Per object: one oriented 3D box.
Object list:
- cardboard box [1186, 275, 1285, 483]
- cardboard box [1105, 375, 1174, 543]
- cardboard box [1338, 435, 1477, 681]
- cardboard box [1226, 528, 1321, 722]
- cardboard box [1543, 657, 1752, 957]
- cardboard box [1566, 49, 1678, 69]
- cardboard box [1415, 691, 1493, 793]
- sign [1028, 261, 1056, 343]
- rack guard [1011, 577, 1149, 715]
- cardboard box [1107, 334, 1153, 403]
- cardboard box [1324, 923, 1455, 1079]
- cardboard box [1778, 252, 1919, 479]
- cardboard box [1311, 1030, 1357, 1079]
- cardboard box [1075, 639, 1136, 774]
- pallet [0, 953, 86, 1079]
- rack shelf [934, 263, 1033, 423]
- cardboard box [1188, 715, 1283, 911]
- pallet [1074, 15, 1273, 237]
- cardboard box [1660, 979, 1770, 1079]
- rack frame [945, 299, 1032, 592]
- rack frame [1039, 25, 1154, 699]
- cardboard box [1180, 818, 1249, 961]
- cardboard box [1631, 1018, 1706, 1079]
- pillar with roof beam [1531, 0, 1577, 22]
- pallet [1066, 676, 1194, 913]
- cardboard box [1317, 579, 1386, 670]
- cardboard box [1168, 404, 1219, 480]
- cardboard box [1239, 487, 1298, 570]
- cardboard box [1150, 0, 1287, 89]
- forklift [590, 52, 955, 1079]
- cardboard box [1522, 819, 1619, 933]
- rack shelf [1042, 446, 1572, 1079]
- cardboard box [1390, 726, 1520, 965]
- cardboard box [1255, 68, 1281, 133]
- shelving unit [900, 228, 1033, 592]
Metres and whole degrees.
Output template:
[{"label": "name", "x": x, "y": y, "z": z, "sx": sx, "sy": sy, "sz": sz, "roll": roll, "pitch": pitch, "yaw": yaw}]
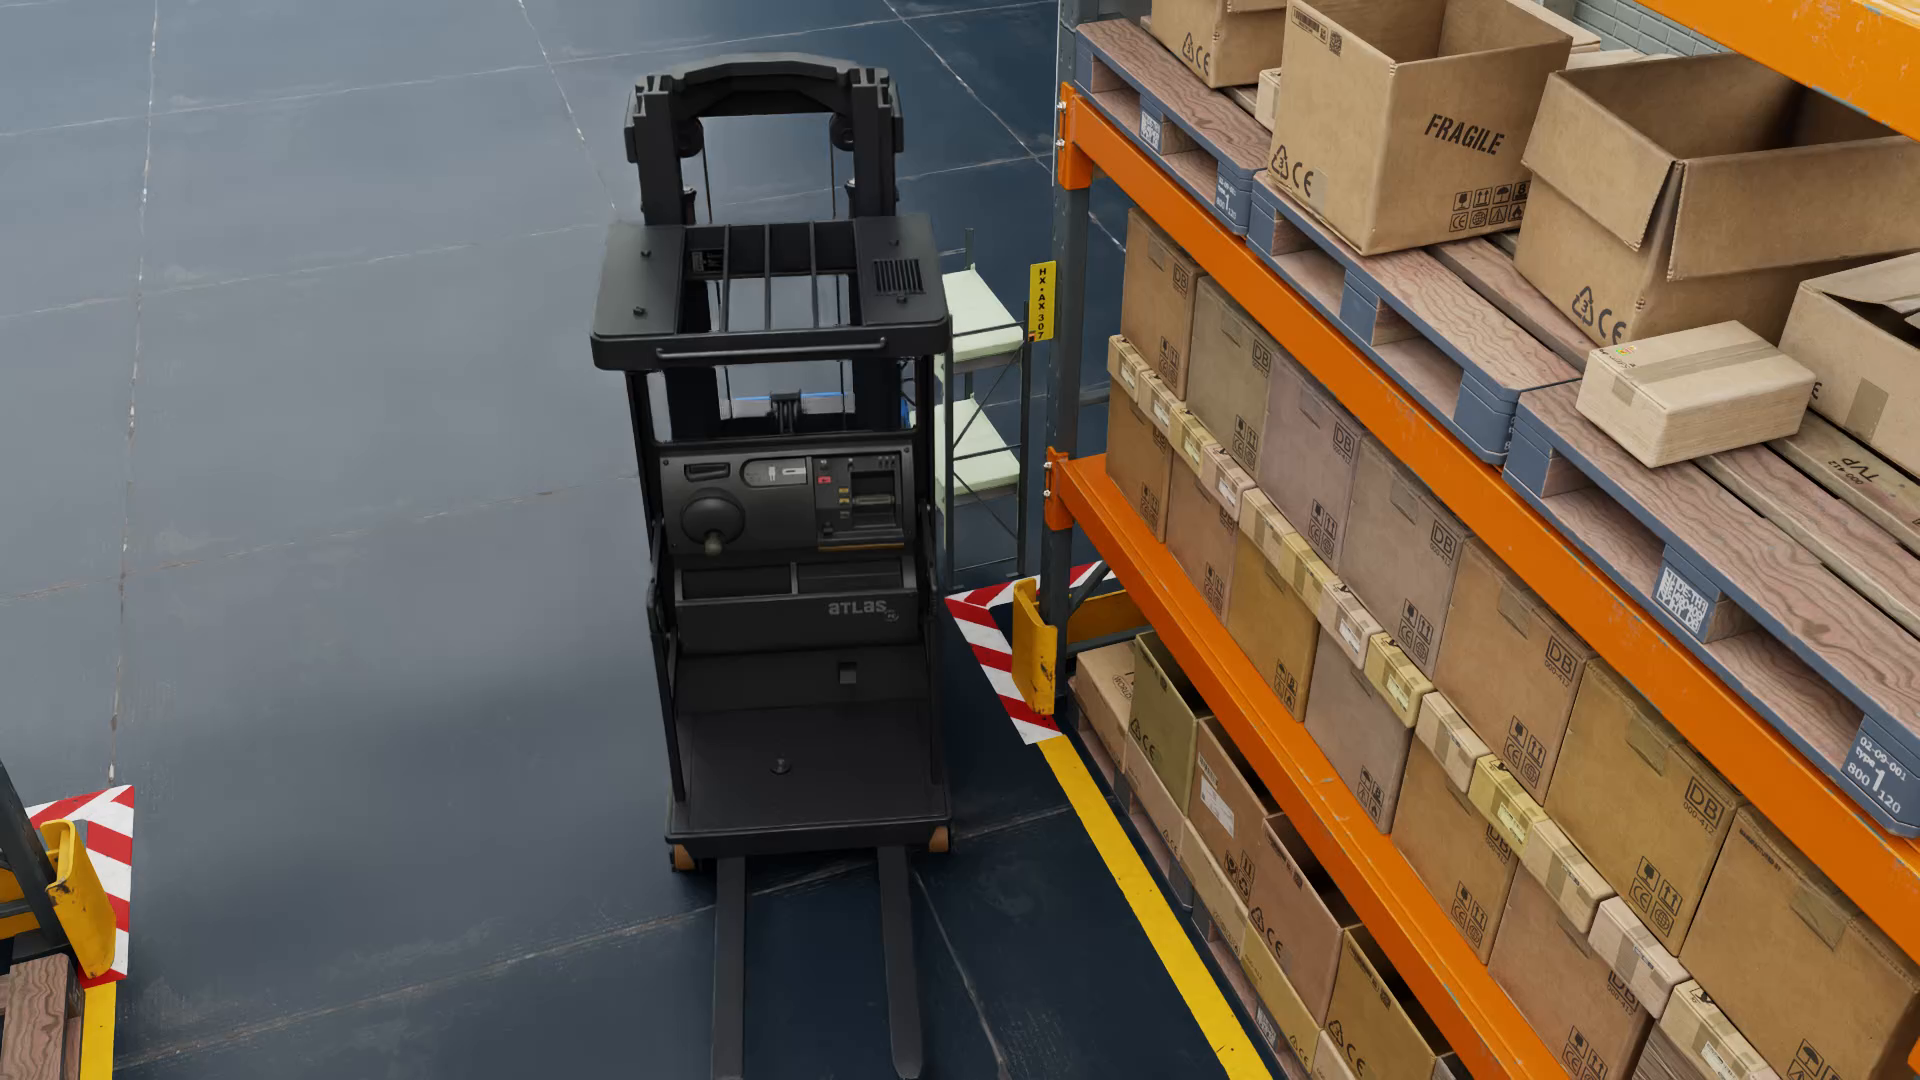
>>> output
[{"label": "cardboard box", "x": 1.182, "y": -0.588, "z": 5.437, "sx": 0.700, "sy": 0.500, "sz": 0.500, "roll": -13, "pitch": 39, "yaw": -17}, {"label": "cardboard box", "x": 0.978, "y": -0.396, "z": 6.260, "sx": 0.700, "sy": 0.500, "sz": 0.500, "roll": -12, "pitch": 39, "yaw": -16}, {"label": "cardboard box", "x": 1.529, "y": -0.021, "z": 4.684, "sx": 0.700, "sy": 0.500, "sz": 0.500, "roll": -12, "pitch": 39, "yaw": -16}, {"label": "cardboard box", "x": 1.329, "y": 0.181, "z": 5.493, "sx": 0.700, "sy": 0.500, "sz": 0.500, "roll": -12, "pitch": 39, "yaw": -16}, {"label": "cardboard box", "x": 1.872, "y": 0.545, "z": 3.933, "sx": 0.700, "sy": 0.500, "sz": 0.500, "roll": -13, "pitch": 39, "yaw": -16}, {"label": "cardboard box", "x": 1.665, "y": -1.099, "z": 4.391, "sx": 0.500, "sy": 0.311, "sz": 0.500, "roll": -8, "pitch": 38, "yaw": -11}, {"label": "cardboard box", "x": 1.476, "y": 0.511, "z": 4.516, "sx": 0.380, "sy": 0.149, "sz": 0.250, "roll": -11, "pitch": 38, "yaw": -15}, {"label": "sign", "x": 0.306, "y": -0.888, "z": 6.211, "sx": 0.100, "sy": 0.325, "sz": 0.005, "roll": -12, "pitch": 39, "yaw": -16}, {"label": "rack guard", "x": 0.821, "y": 0.362, "z": 7.414, "sx": 1.175, "sy": 0.500, "sz": 0.348, "roll": -12, "pitch": 39, "yaw": -16}, {"label": "cardboard box", "x": 0.762, "y": -0.655, "z": 6.065, "sx": 0.380, "sy": 0.149, "sz": 0.250, "roll": -13, "pitch": 39, "yaw": -16}, {"label": "cardboard box", "x": 1.505, "y": 1.485, "z": 5.159, "sx": 0.500, "sy": 0.500, "sz": 0.500, "roll": -12, "pitch": 39, "yaw": -16}, {"label": "cardboard box", "x": 2.095, "y": -0.393, "z": 3.455, "sx": 0.500, "sy": 0.311, "sz": 0.500, "roll": -15, "pitch": 39, "yaw": -18}, {"label": "cardboard box", "x": 1.493, "y": 1.787, "z": 5.381, "sx": 0.500, "sy": 0.250, "sz": 0.500, "roll": -12, "pitch": 39, "yaw": -16}, {"label": "cardboard box", "x": 0.805, "y": 0.657, "z": 6.881, "sx": 0.500, "sy": 0.250, "sz": 0.500, "roll": -12, "pitch": 39, "yaw": -16}, {"label": "pallet", "x": -3.478, "y": 2.008, "z": 5.469, "sx": 1.003, "sy": 0.211, "sz": 1.213, "roll": -12, "pitch": 39, "yaw": -16}, {"label": "rack shelf", "x": -0.002, "y": -0.915, "z": 7.629, "sx": 0.431, "sy": 0.370, "sz": 0.720, "roll": -12, "pitch": 39, "yaw": -16}, {"label": "cardboard box", "x": 1.163, "y": 0.919, "z": 5.910, "sx": 0.500, "sy": 0.500, "sz": 0.500, "roll": -12, "pitch": 39, "yaw": -16}, {"label": "pallet", "x": 1.049, "y": -1.380, "z": 5.230, "sx": 1.003, "sy": 0.211, "sz": 1.213, "roll": -12, "pitch": 39, "yaw": -16}, {"label": "cardboard box", "x": 1.828, "y": 1.089, "z": 3.750, "sx": 0.380, "sy": 0.149, "sz": 0.250, "roll": -13, "pitch": 39, "yaw": -17}, {"label": "rack frame", "x": 0.124, "y": -0.396, "z": 7.590, "sx": 0.400, "sy": 1.500, "sz": 0.023, "roll": -12, "pitch": 39, "yaw": -16}, {"label": "rack frame", "x": 0.830, "y": -0.622, "z": 6.644, "sx": 1.000, "sy": 3.000, "sz": 0.127, "roll": -12, "pitch": 39, "yaw": -16}, {"label": "cardboard box", "x": 1.152, "y": 1.221, "z": 6.132, "sx": 0.500, "sy": 0.250, "sz": 0.500, "roll": -12, "pitch": 39, "yaw": -16}, {"label": "cardboard box", "x": 2.047, "y": 1.348, "z": 3.945, "sx": 0.700, "sy": 0.500, "sz": 0.500, "roll": -13, "pitch": 39, "yaw": -17}, {"label": "pillar with roof beam", "x": 0.426, "y": -6.328, "z": 9.232, "sx": 9.100, "sy": 9.000, "sz": 0.400, "roll": -12, "pitch": 39, "yaw": -16}, {"label": "pallet", "x": 1.132, "y": 0.915, "z": 6.921, "sx": 1.003, "sy": 0.211, "sz": 1.213, "roll": -12, "pitch": 39, "yaw": -16}, {"label": "cardboard box", "x": 1.291, "y": 0.213, "z": 4.912, "sx": 0.380, "sy": 0.149, "sz": 0.250, "roll": -12, "pitch": 39, "yaw": -16}, {"label": "cardboard box", "x": 0.940, "y": -0.365, "z": 5.680, "sx": 0.380, "sy": 0.149, "sz": 0.250, "roll": -12, "pitch": 39, "yaw": -16}, {"label": "cardboard box", "x": 1.119, "y": -0.072, "z": 5.291, "sx": 0.380, "sy": 0.149, "sz": 0.250, "roll": -14, "pitch": 39, "yaw": -17}, {"label": "cardboard box", "x": 1.023, "y": -1.760, "z": 5.109, "sx": 0.797, "sy": 0.503, "sz": 0.637, "roll": -10, "pitch": 38, "yaw": -13}, {"label": "forklift", "x": -0.611, "y": -0.082, "z": 5.983, "sx": 1.130, "sy": 2.935, "sz": 3.031, "roll": -3, "pitch": 37, "yaw": -4}, {"label": "cardboard box", "x": 1.644, "y": 0.793, "z": 4.142, "sx": 0.380, "sy": 0.149, "sz": 0.250, "roll": -13, "pitch": 39, "yaw": -16}, {"label": "rack shelf", "x": 1.518, "y": 0.795, "z": 5.360, "sx": 1.077, "sy": 0.370, "sz": 4.000, "roll": -12, "pitch": 39, "yaw": -16}, {"label": "cardboard box", "x": 1.691, "y": 0.767, "z": 4.716, "sx": 0.700, "sy": 0.500, "sz": 0.500, "roll": -12, "pitch": 39, "yaw": -15}, {"label": "cardboard box", "x": 1.069, "y": -1.243, "z": 4.717, "sx": 0.380, "sy": 0.149, "sz": 0.250, "roll": -12, "pitch": 39, "yaw": -16}, {"label": "shelving unit", "x": -0.002, "y": -0.603, "z": 7.864, "sx": 0.431, "sy": 1.500, "sz": 0.755, "roll": -12, "pitch": 39, "yaw": -16}]
